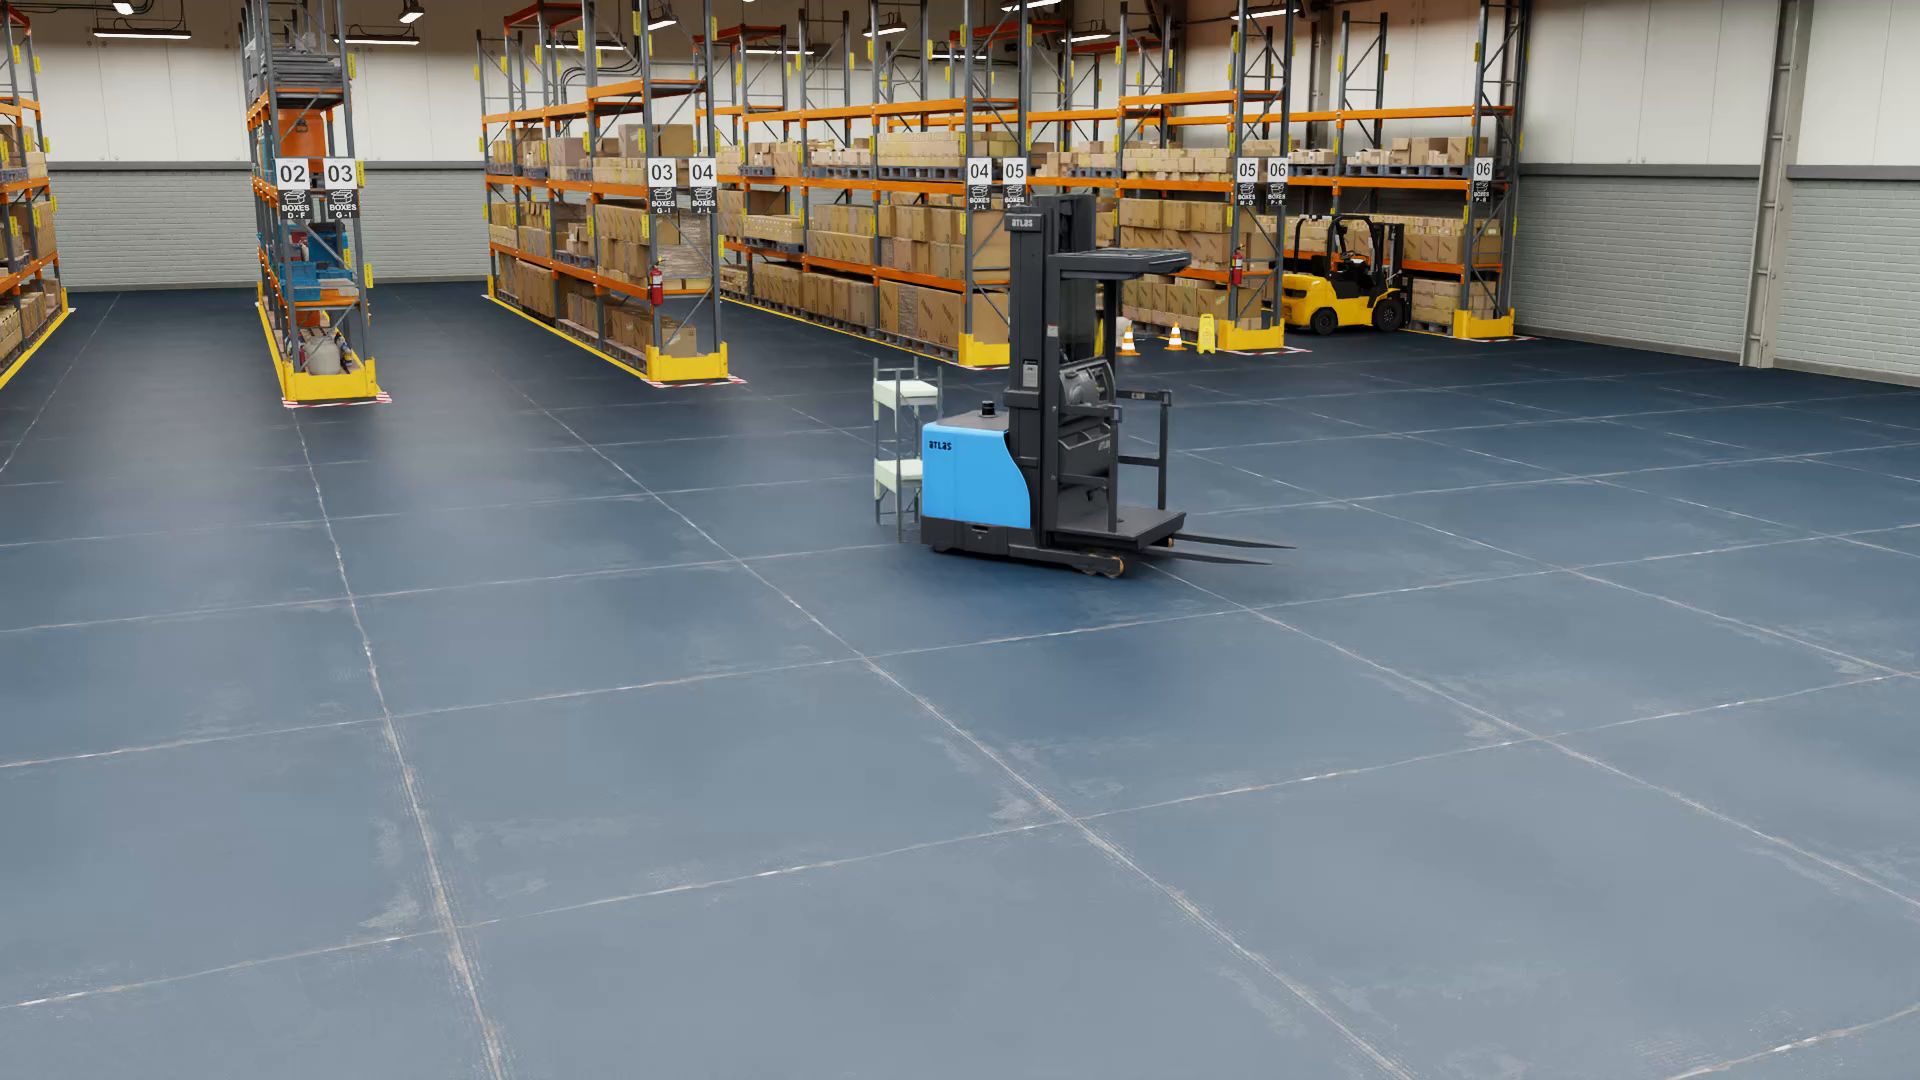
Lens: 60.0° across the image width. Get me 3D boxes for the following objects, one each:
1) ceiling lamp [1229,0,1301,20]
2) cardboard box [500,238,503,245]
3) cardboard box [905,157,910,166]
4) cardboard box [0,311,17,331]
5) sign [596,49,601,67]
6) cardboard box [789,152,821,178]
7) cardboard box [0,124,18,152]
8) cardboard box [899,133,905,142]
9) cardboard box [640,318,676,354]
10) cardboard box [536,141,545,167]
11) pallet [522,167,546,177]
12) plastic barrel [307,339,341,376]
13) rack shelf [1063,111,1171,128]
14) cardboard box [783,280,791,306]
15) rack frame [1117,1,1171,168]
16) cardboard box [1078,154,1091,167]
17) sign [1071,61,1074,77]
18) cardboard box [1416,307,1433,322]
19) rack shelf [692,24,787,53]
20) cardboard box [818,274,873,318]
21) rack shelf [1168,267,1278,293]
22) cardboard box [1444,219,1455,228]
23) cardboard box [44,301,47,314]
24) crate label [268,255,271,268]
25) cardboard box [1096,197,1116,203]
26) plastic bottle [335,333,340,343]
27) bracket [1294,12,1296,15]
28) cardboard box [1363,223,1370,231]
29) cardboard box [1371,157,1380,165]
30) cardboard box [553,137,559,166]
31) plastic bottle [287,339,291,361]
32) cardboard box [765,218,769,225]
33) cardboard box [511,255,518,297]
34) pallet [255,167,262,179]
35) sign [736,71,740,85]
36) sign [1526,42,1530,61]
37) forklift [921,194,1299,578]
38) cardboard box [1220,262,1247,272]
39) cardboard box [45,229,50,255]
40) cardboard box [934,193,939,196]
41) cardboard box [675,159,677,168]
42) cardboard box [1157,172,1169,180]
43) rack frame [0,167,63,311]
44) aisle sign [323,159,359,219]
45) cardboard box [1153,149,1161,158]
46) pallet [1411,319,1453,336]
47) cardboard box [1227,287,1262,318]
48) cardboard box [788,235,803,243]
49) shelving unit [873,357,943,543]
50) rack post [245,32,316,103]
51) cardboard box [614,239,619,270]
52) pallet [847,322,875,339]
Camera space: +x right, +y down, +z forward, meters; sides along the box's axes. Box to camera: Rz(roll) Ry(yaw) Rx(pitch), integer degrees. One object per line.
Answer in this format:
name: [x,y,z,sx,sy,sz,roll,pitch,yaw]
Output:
ceiling lamp: [6.032,-11.576,31.482,0.800,3.185,2.000,-6,14,-23]
cardboard box: [-9.986,-6.628,36.912,0.380,0.149,0.250,-6,14,-24]
cardboard box: [-0.704,-6.343,27.873,0.380,0.149,0.250,-6,14,-23]
cardboard box: [-15.667,-3.570,27.065,0.500,0.311,0.500,-6,14,-24]
sign: [-6.745,-8.986,30.991,0.100,0.325,0.005,-6,14,-23]
cardboard box: [-3.115,-7.551,33.467,0.500,0.500,0.500,-6,14,-23]
cardboard box: [-18.149,-7.545,31.226,0.700,0.500,0.500,-6,14,-23]
cardboard box: [-0.806,-6.784,28.010,0.380,0.149,0.250,-5,14,-22]
cardboard box: [-4.773,-3.234,26.305,0.500,0.500,0.500,-4,14,-18]
cardboard box: [-7.975,-7.523,32.417,0.500,0.500,0.500,-5,14,-20]
pallet: [-8.428,-7.528,34.016,0.805,0.209,1.217,-6,14,-25]
plastic barrel: [-8.905,-2.540,23.277,0.421,0.512,0.421,0,13,0]
rack shelf: [3.985,-10.673,42.130,1.077,0.370,4.000,-6,14,-23]
cardboard box: [-3.361,-5.152,34.591,0.500,0.500,0.500,-5,14,-21]
rack frame: [3.444,-8.510,31.181,1.000,3.000,0.127,-6,14,-23]
cardboard box: [2.676,-7.498,32.863,0.500,0.250,0.500,-5,14,-22]
sign: [2.335,-9.881,34.858,0.100,0.325,0.005,-6,14,-23]
cardboard box: [8.925,-4.247,31.234,0.500,0.250,0.500,-6,14,-23]
rack shelf: [-5.057,-11.377,37.792,1.077,0.370,4.000,-6,14,-23]
cardboard box: [-2.138,-4.740,32.255,1.050,0.750,0.750,-5,14,-22]
rack shelf: [4.245,-4.823,30.153,1.077,0.370,4.000,-6,14,-23]
cardboard box: [9.129,-5.823,30.555,0.380,0.149,0.250,-6,14,-23]
cardboard box: [-17.889,-4.461,31.982,0.500,0.311,0.500,-6,14,-23]
crate label: [-11.951,-4.869,29.124,0.303,0.233,0.416,-6,14,-23]
cardboard box: [3.720,-8.525,42.560,0.500,0.500,0.500,-5,14,-22]
plastic bottle: [-9.575,-3.022,25.673,0.144,0.351,0.185,-6,15,-26]
bracket: [7.245,-11.405,35.706,0.235,0.232,0.430,-6,14,-23]
cardboard box: [8.143,-6.149,32.625,0.380,0.149,0.250,-5,14,-22]
cardboard box: [8.200,-7.350,32.224,0.380,0.149,0.250,-5,14,-21]
cardboard box: [-7.086,-7.047,30.181,0.500,0.500,0.500,-6,14,-23]
plastic bottle: [-9.985,-2.837,24.876,0.144,0.351,0.185,-6,14,-23]
cardboard box: [-3.889,-6.699,34.967,0.380,0.149,0.250,-5,14,-21]
cardboard box: [-9.392,-5.844,36.748,0.875,0.875,0.875,-6,14,-23]
pallet: [-12.975,-7.114,32.220,1.213,0.211,1.003,-6,14,-23]
sign: [-5.341,-11.099,39.946,0.100,0.325,0.005,-6,14,-23]
sign: [10.104,-8.714,29.639,0.100,0.325,0.005,-6,14,-23]
forklift: [1.208,-1.266,13.339,3.031,2.935,1.130,7,15,29]
cardboard box: [4.701,-4.696,28.566,0.380,0.149,0.250,-5,14,-21]
cardboard box: [-18.485,-5.943,33.176,0.500,0.500,0.500,-6,14,-24]
cardboard box: [-0.390,-8.294,39.676,0.380,0.149,0.250,-6,14,-23]
cardboard box: [-4.161,-5.629,24.836,0.380,0.149,0.250,-6,14,-24]
cardboard box: [3.780,-6.565,29.989,0.380,0.149,0.250,-6,14,-24]
rack frame: [-19.521,-6.277,34.840,1.000,3.000,0.127,-6,14,-23]
aisle sign: [-8.275,-4.696,22.244,0.394,0.787,0.004,-6,14,-23]
cardboard box: [3.726,-7.010,30.143,0.380,0.149,0.250,-6,14,-25]
pallet: [9.248,-4.006,31.208,1.003,0.211,1.213,-6,14,-23]
cardboard box: [4.967,-4.188,29.314,0.500,0.500,0.500,-6,14,-25]
cardboard box: [-3.272,-6.088,33.648,0.380,0.149,0.250,-5,14,-22]
shelving unit: [-0.456,-0.800,14.501,0.431,1.500,0.755,-4,14,-17]
rack post: [-11.042,-7.664,27.083,1.013,1.000,3.121,-6,14,-23]
cardboard box: [-5.052,-4.586,26.652,0.875,0.500,0.500,-6,14,-23]
pallet: [-1.429,-3.913,30.809,1.003,0.211,1.213,-6,14,-23]
